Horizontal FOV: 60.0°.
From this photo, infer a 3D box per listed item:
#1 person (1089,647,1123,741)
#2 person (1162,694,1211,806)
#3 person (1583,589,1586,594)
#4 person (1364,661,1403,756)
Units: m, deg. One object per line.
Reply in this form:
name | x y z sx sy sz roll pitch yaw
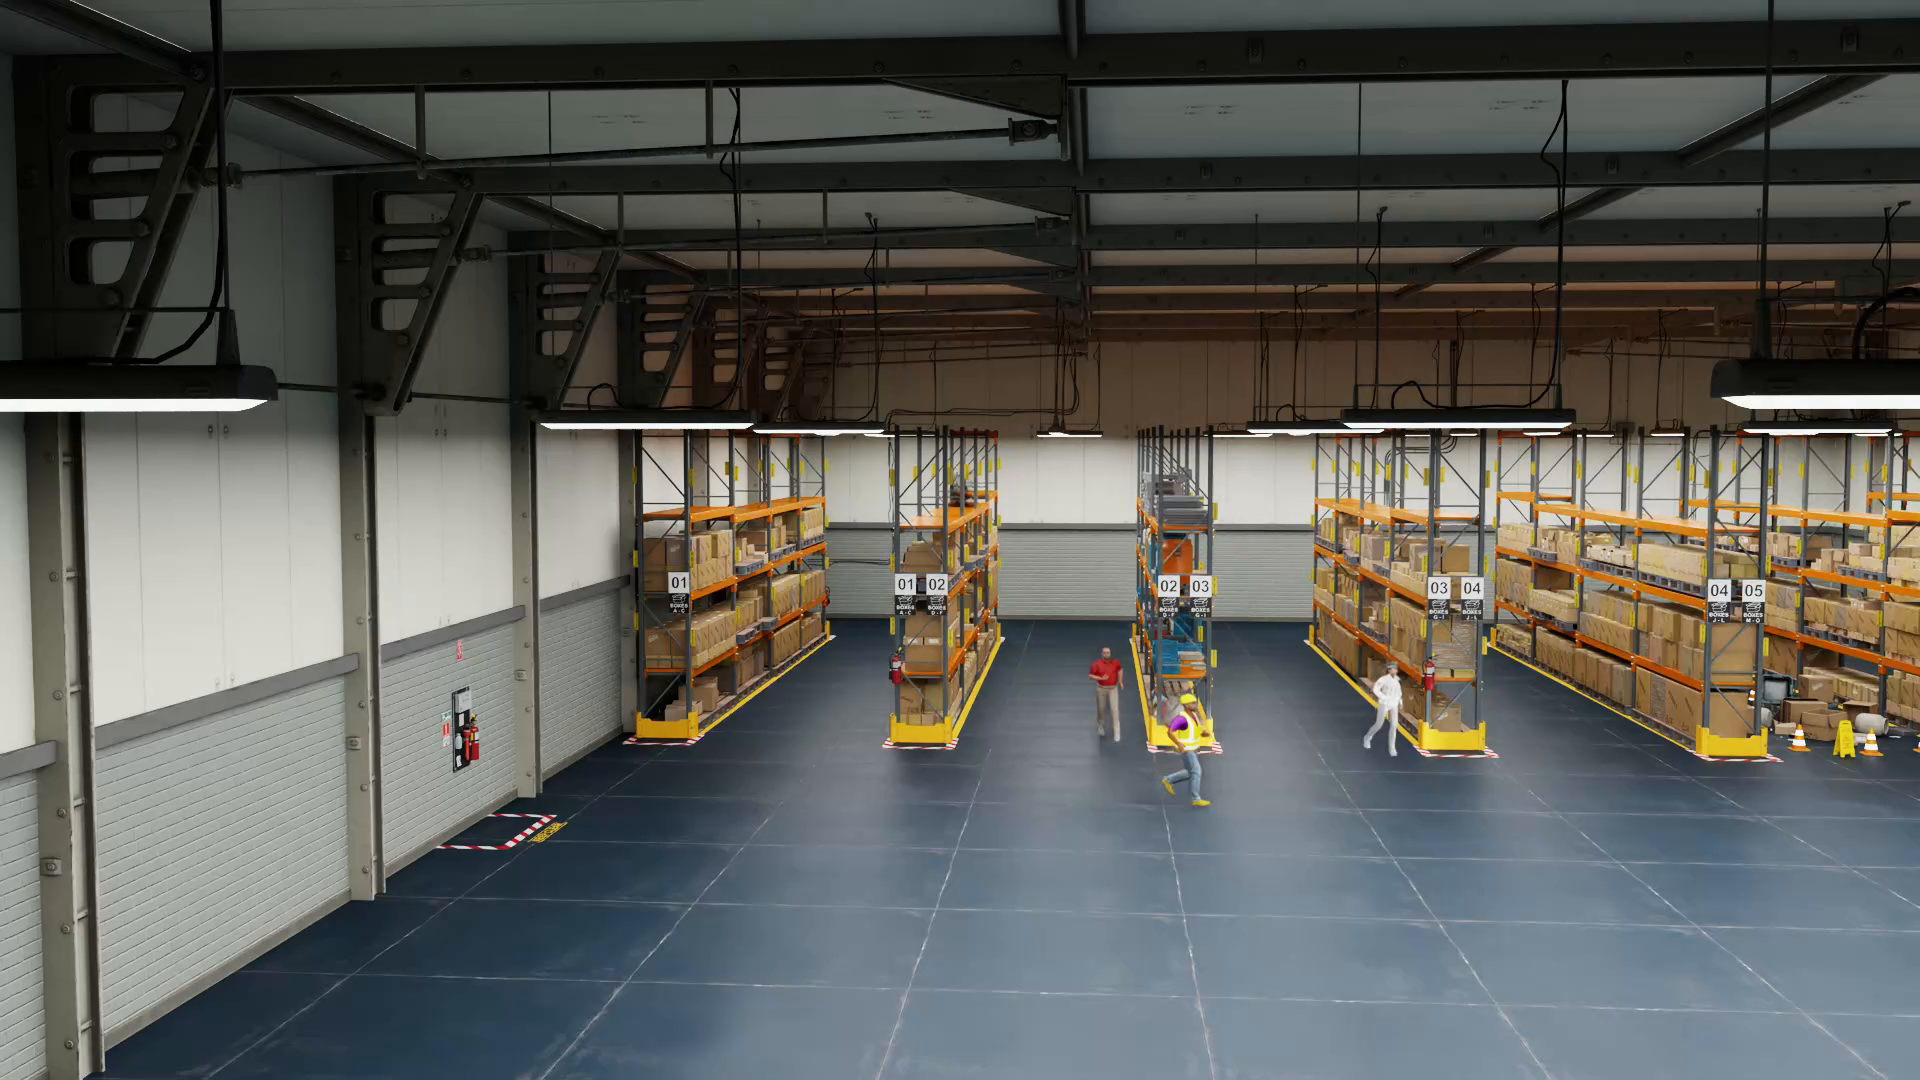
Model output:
person | 2.794 2.909 31.766 0.665 1.738 0.973 0 3 0
person | 3.534 3.279 26.072 0.831 1.740 0.705 2 4 29
person | 16.944 2.183 45.300 0.580 1.710 0.741 -1 3 -10
person | 7.862 3.049 30.420 0.676 1.674 0.917 -1 4 -16
